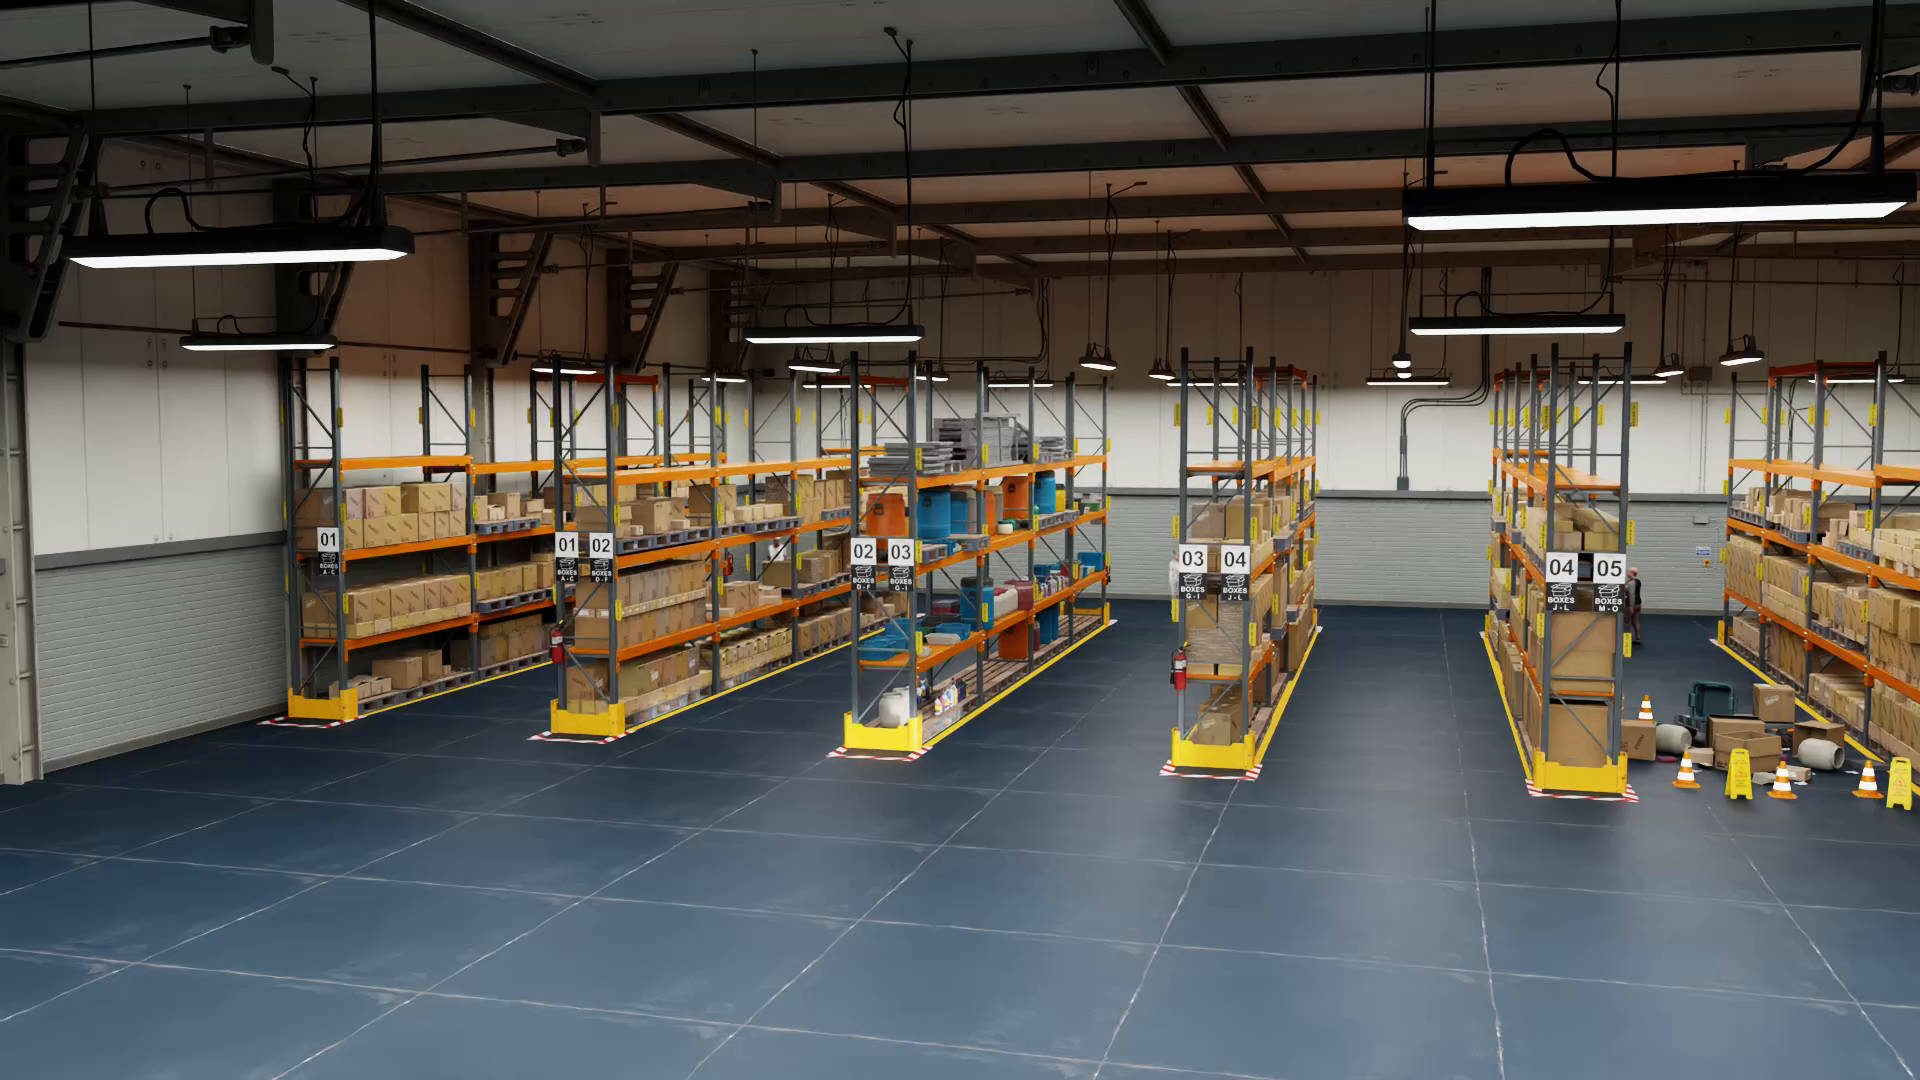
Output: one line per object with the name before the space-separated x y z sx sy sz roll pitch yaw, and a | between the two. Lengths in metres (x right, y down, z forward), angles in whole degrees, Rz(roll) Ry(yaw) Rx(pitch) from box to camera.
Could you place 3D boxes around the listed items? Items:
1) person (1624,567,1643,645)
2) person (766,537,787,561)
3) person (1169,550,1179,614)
person | 14.721 1.465 36.532 0.559 1.734 0.653 -4 6 -41
person | -5.071 0.730 46.182 0.632 1.738 1.087 0 4 0
person | 5.605 1.045 42.577 0.488 1.632 0.852 1 4 13
